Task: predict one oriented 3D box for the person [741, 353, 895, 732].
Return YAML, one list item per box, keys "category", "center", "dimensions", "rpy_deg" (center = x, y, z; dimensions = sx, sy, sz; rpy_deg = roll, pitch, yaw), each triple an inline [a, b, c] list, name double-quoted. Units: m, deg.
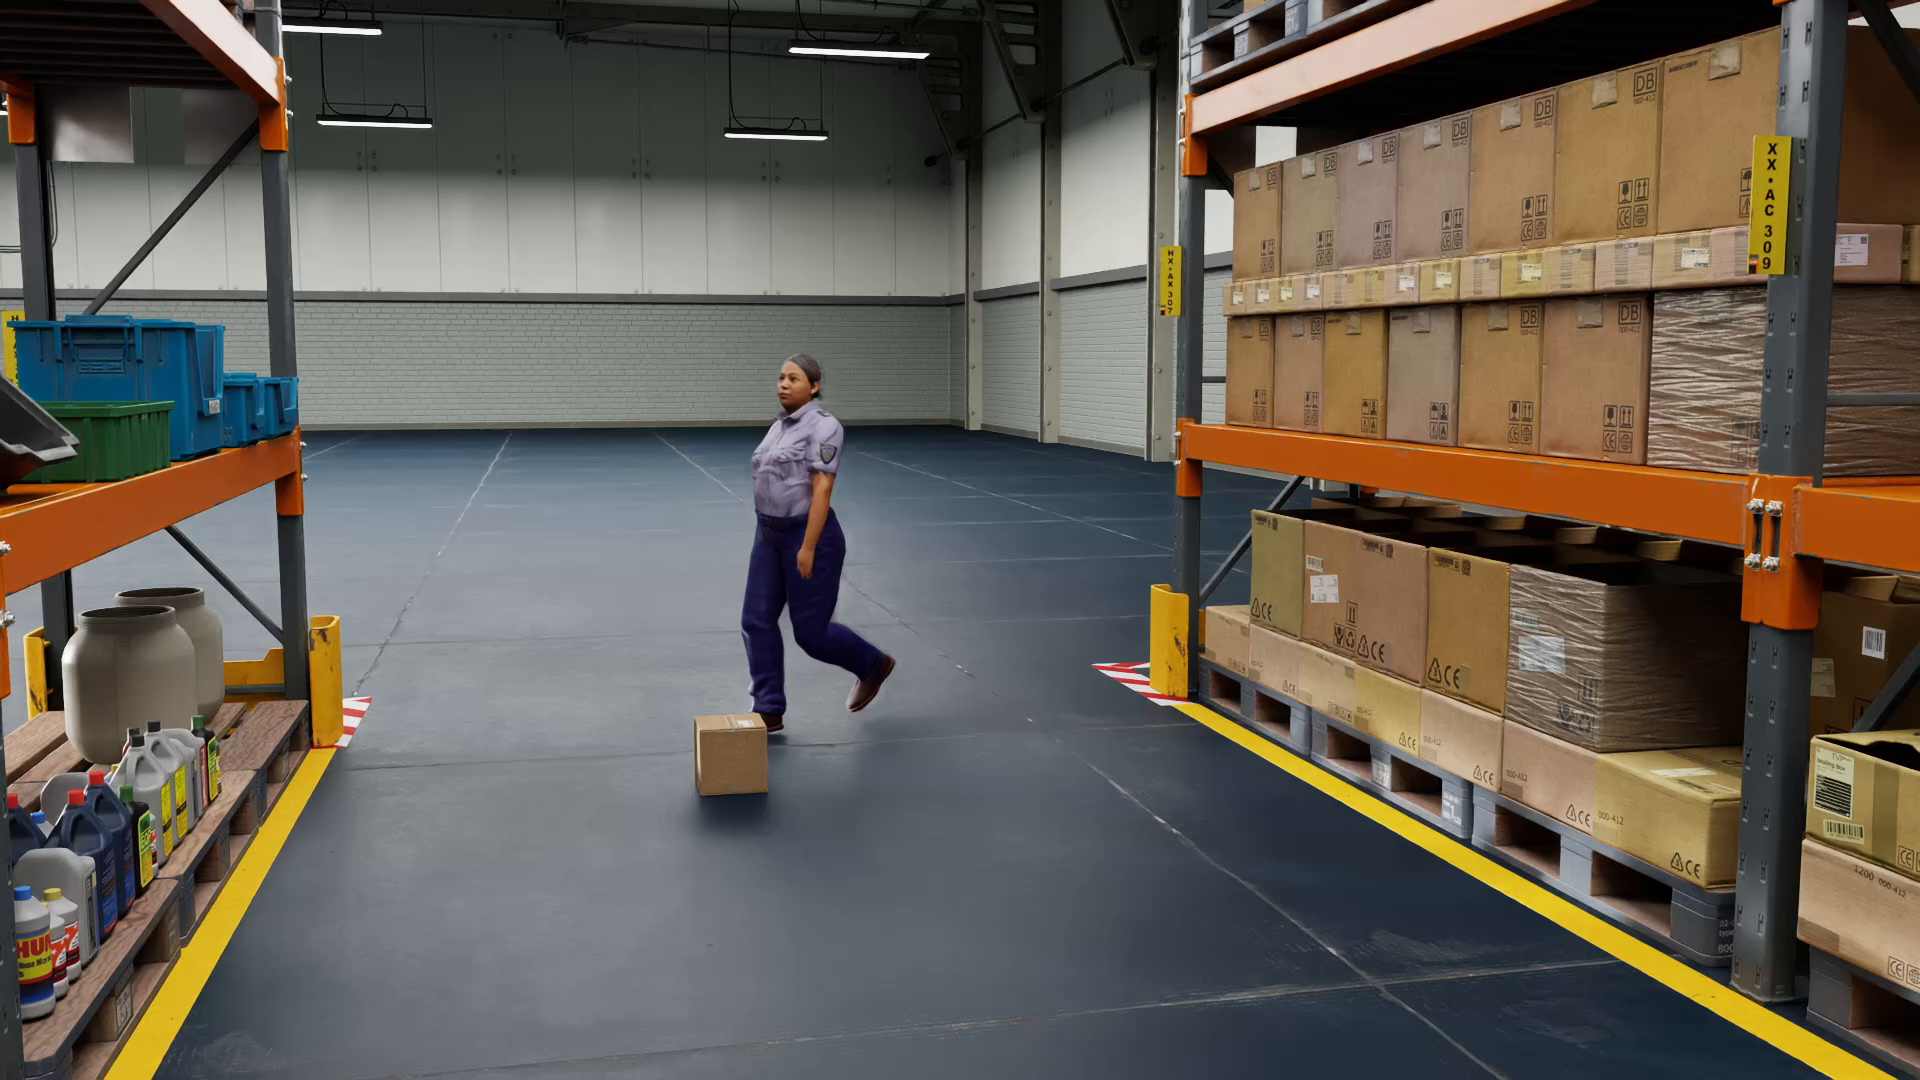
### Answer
- category: "person"
  center: [-0.655, 0.014, 7.119]
  dimensions: [0.772, 1.617, 0.498]
  rpy_deg: [-6, 8, -42]
